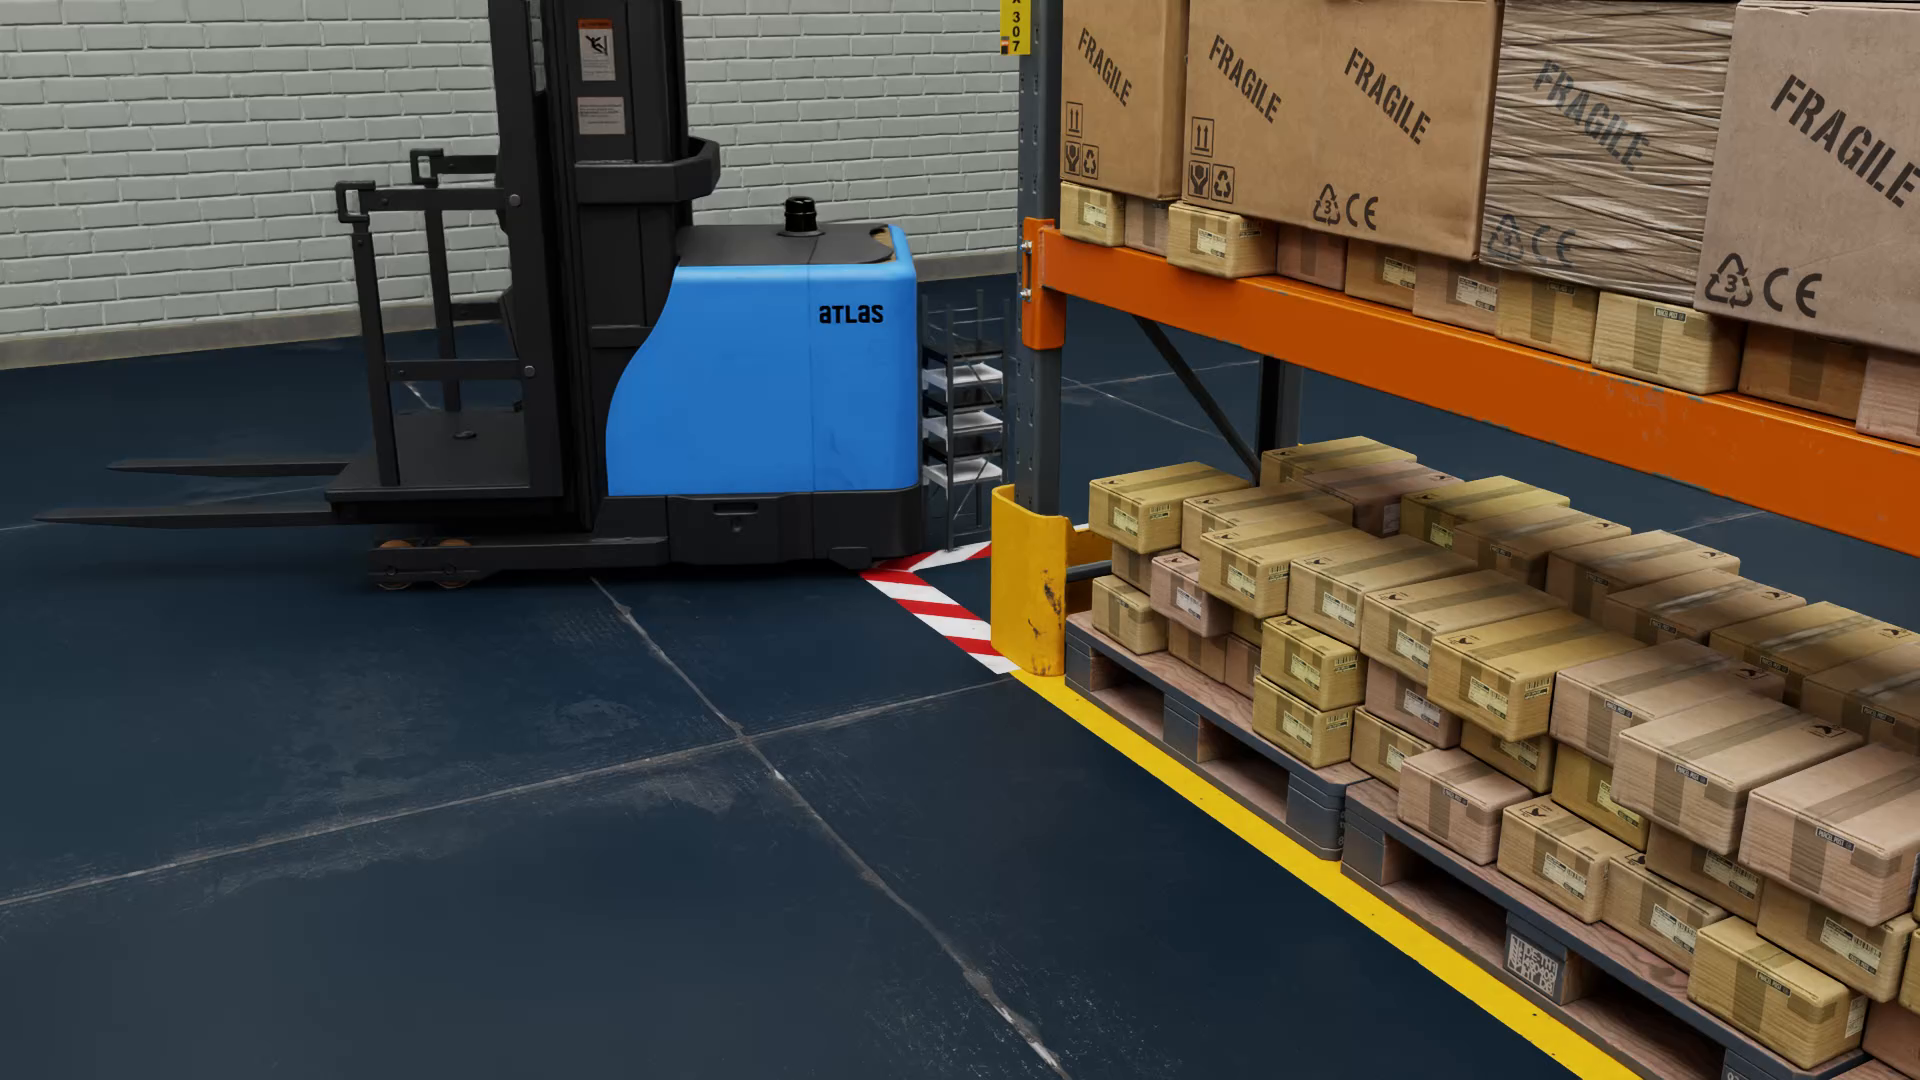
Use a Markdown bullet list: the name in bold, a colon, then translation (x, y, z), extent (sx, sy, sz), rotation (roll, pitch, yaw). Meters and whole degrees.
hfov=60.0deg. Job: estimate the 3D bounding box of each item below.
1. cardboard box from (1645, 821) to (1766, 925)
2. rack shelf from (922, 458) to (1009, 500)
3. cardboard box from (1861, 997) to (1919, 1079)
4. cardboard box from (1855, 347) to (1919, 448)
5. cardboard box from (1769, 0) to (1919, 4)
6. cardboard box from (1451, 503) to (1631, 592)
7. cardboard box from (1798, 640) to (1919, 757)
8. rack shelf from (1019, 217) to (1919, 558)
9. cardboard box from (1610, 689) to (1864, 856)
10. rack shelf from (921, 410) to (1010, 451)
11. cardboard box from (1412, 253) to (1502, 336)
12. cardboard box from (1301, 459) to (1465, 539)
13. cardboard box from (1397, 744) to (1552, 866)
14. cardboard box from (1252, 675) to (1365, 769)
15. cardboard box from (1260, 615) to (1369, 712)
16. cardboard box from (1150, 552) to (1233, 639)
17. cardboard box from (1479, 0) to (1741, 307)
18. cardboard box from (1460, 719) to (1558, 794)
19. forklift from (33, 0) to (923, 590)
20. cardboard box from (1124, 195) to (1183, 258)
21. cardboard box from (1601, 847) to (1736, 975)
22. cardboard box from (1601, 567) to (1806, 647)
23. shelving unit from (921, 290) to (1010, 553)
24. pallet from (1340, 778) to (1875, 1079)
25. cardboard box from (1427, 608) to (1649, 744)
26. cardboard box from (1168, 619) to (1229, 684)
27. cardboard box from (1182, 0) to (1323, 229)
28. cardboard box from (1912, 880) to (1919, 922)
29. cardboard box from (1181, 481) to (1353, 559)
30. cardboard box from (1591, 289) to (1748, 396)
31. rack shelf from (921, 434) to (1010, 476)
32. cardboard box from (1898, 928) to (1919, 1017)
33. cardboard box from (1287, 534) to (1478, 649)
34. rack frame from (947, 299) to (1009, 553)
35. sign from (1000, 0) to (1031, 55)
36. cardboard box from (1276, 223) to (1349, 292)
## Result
- **cardboard box**: translation (1.540, 0.564, 3.168), extent (0.380, 0.149, 0.250), rotation (-11, 22, -29)
- **rack shelf**: translation (0.019, -0.226, 6.060), extent (0.258, 0.077, 0.200), rotation (-9, 21, -25)
- **cardboard box**: translation (1.795, 0.826, 2.866), extent (0.380, 0.149, 0.250), rotation (-11, 22, -28)
- **cardboard box**: translation (1.641, -0.237, 2.604), extent (0.380, 0.149, 0.250), rotation (-11, 22, -29)
- **cardboard box**: translation (1.590, -1.066, 2.480), extent (0.500, 0.500, 0.500), rotation (-9, 21, -25)
- **cardboard box**: translation (1.477, 0.037, 4.242), extent (0.380, 0.149, 0.250), rotation (-11, 22, -29)
- **cardboard box**: translation (1.913, 0.346, 3.346), extent (0.380, 0.149, 0.250), rotation (-11, 22, -29)
- **rack shelf**: translation (1.582, -0.250, 3.359), extent (1.077, 0.370, 4.000), rotation (-10, 21, -27)
- **cardboard box**: translation (1.450, 0.427, 3.109), extent (0.380, 0.149, 0.250), rotation (-11, 22, -29)
- **rack shelf**: translation (0.019, -0.396, 6.002), extent (0.258, 0.077, 0.200), rotation (-9, 21, -25)
- **cardboard box**: translation (1.179, -0.539, 3.480), extent (0.380, 0.149, 0.250), rotation (-10, 22, -28)
- **cardboard box**: translation (1.175, -0.102, 4.644), extent (0.380, 0.149, 0.250), rotation (-10, 21, -26)
- **cardboard box**: translation (1.191, 0.552, 3.661), extent (0.380, 0.149, 0.250), rotation (-11, 22, -29)
- **cardboard box**: translation (0.945, 0.408, 4.076), extent (0.380, 0.149, 0.250), rotation (-10, 21, -26)
- **cardboard box**: translation (0.956, 0.269, 4.024), extent (0.380, 0.149, 0.250), rotation (-9, 21, -25)
- **cardboard box**: translation (0.735, 0.122, 4.450), extent (0.380, 0.149, 0.250), rotation (-10, 21, -27)
- **cardboard box**: translation (1.348, -0.742, 3.075), extent (0.500, 0.500, 0.500), rotation (-11, 22, -28)
- **cardboard box**: translation (1.331, 0.402, 3.638), extent (0.380, 0.149, 0.250), rotation (-9, 21, -24)
- **forklift**: translation (-1.674, -1.394, 5.679), extent (3.031, 2.935, 1.130), rotation (-1, 19, -4)
- **cardboard box**: translation (0.655, -0.835, 4.337), extent (0.380, 0.149, 0.250), rotation (-9, 21, -25)
- **cardboard box**: translation (1.489, 0.691, 3.256), extent (0.380, 0.149, 0.250), rotation (-10, 21, -26)
- **cardboard box**: translation (1.682, 0.198, 3.774), extent (0.380, 0.149, 0.250), rotation (-11, 22, -28)
- **shelving unit**: translation (0.019, -0.428, 5.991), extent (0.258, 0.900, 0.210), rotation (-9, 21, -25)
- **pallet**: translation (1.598, 0.765, 3.592), extent (1.003, 0.211, 1.213), rotation (-10, 21, -27)
- **cardboard box**: translation (1.224, 0.282, 3.531), extent (0.380, 0.149, 0.250), rotation (-10, 21, -26)
- **cardboard box**: translation (0.796, 0.248, 4.542), extent (0.380, 0.149, 0.250), rotation (-10, 21, -27)
- **cardboard box**: translation (0.879, -1.030, 3.910), extent (0.500, 0.500, 0.500), rotation (-10, 21, -27)
- **cardboard box**: translation (1.798, 0.566, 2.706), extent (0.380, 0.149, 0.250), rotation (-9, 21, -25)
- **cardboard box**: translation (0.819, -0.032, 4.442), extent (0.380, 0.149, 0.250), rotation (-10, 21, -26)
- **cardboard box**: translation (1.384, -0.380, 3.020), extent (0.380, 0.149, 0.250), rotation (-10, 21, -26)
- **rack shelf**: translation (0.019, -0.311, 6.031), extent (0.258, 0.077, 0.200), rotation (-9, 21, -25)
- **cardboard box**: translation (1.787, 0.715, 2.733), extent (0.380, 0.149, 0.250), rotation (-10, 21, -26)
- **cardboard box**: translation (1.016, 0.118, 4.005), extent (0.380, 0.149, 0.250), rotation (-11, 22, -29)
- **rack frame**: translation (0.064, -0.398, 5.905), extent (0.240, 0.900, 0.006), rotation (-9, 21, -25)
- **sign**: translation (0.155, -1.489, 4.521), extent (0.100, 0.325, 0.005), rotation (-10, 21, -27)
- **cardboard box**: translation (0.979, -0.696, 3.935), extent (0.380, 0.149, 0.250), rotation (-9, 21, -24)
